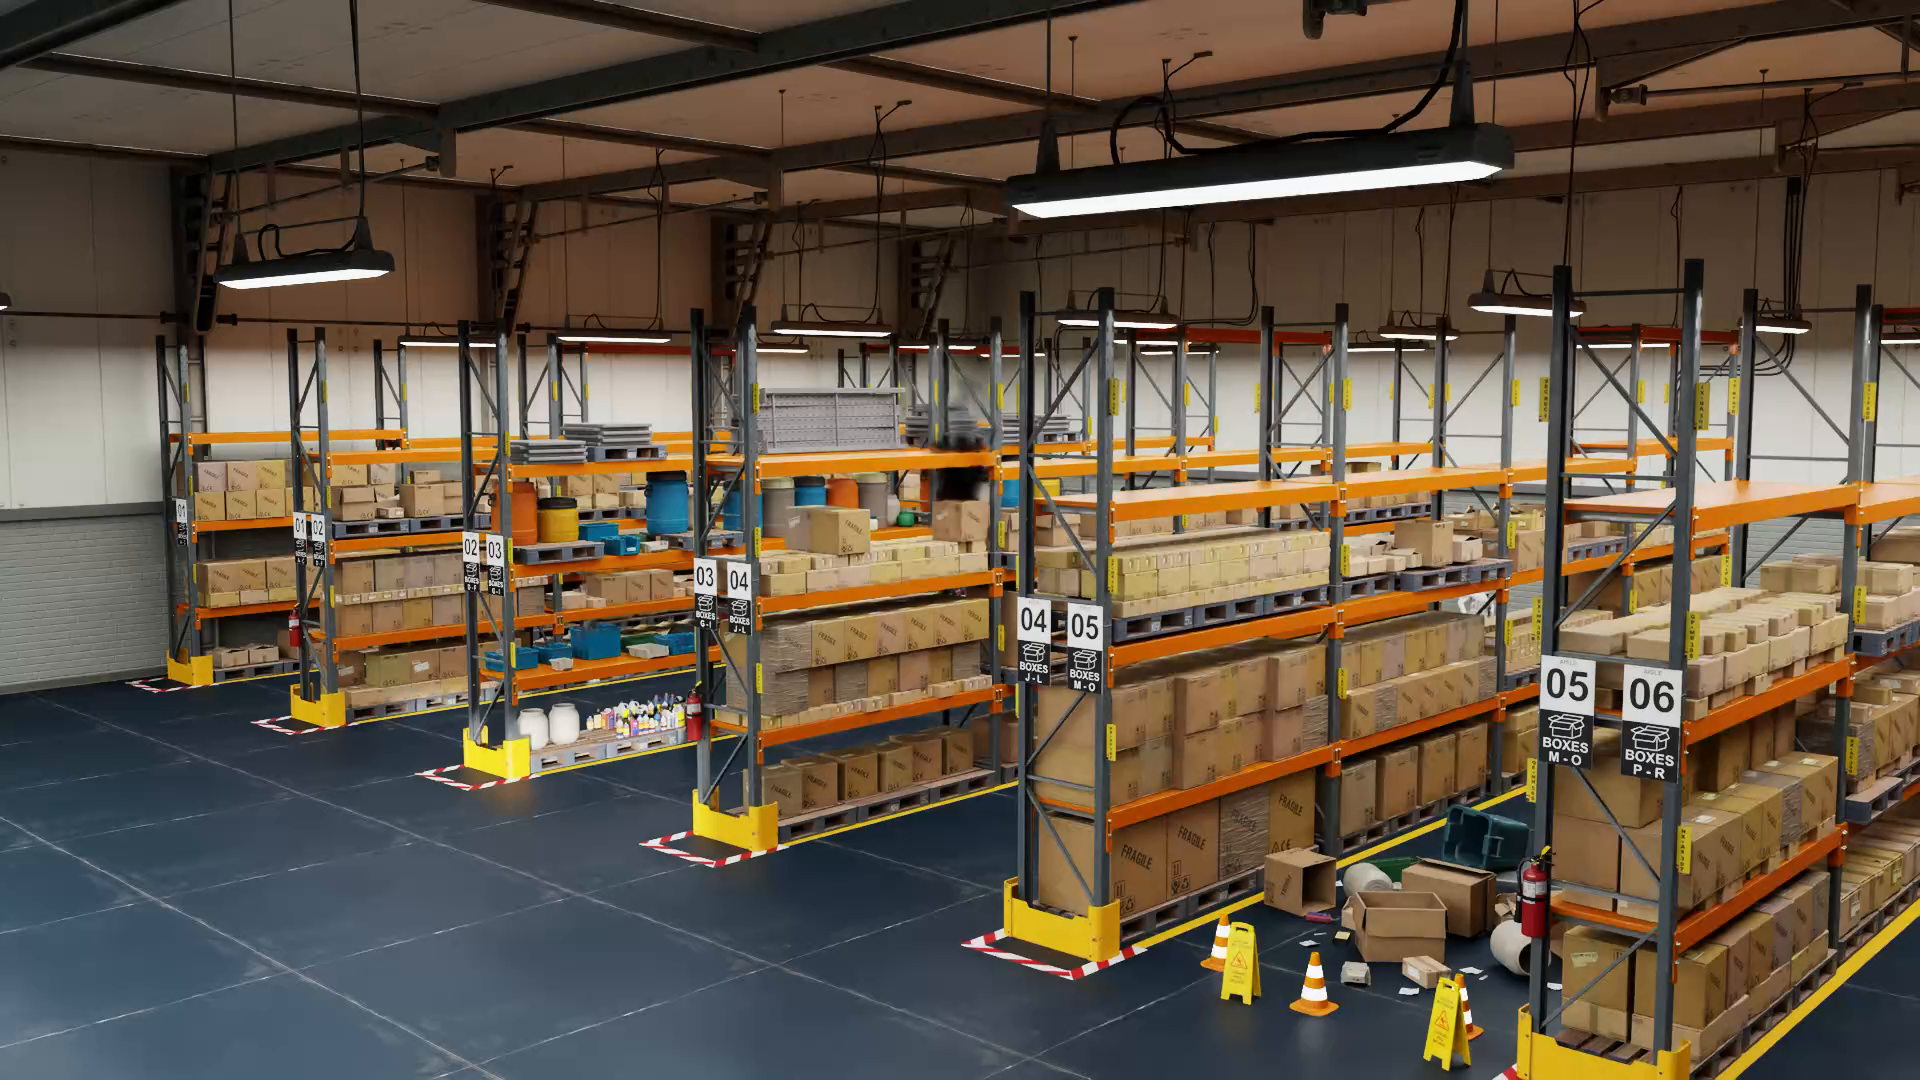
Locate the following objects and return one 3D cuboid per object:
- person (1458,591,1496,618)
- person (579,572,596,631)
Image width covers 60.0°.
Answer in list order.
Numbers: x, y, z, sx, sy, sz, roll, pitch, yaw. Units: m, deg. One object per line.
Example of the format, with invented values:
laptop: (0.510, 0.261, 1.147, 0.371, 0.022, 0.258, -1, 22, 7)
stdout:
person: (9.547, 1.470, 30.569, 0.645, 1.705, 0.583, -1, 5, -11)
person: (-7.042, 1.400, 31.549, 0.538, 1.605, 0.877, 3, 6, 32)
